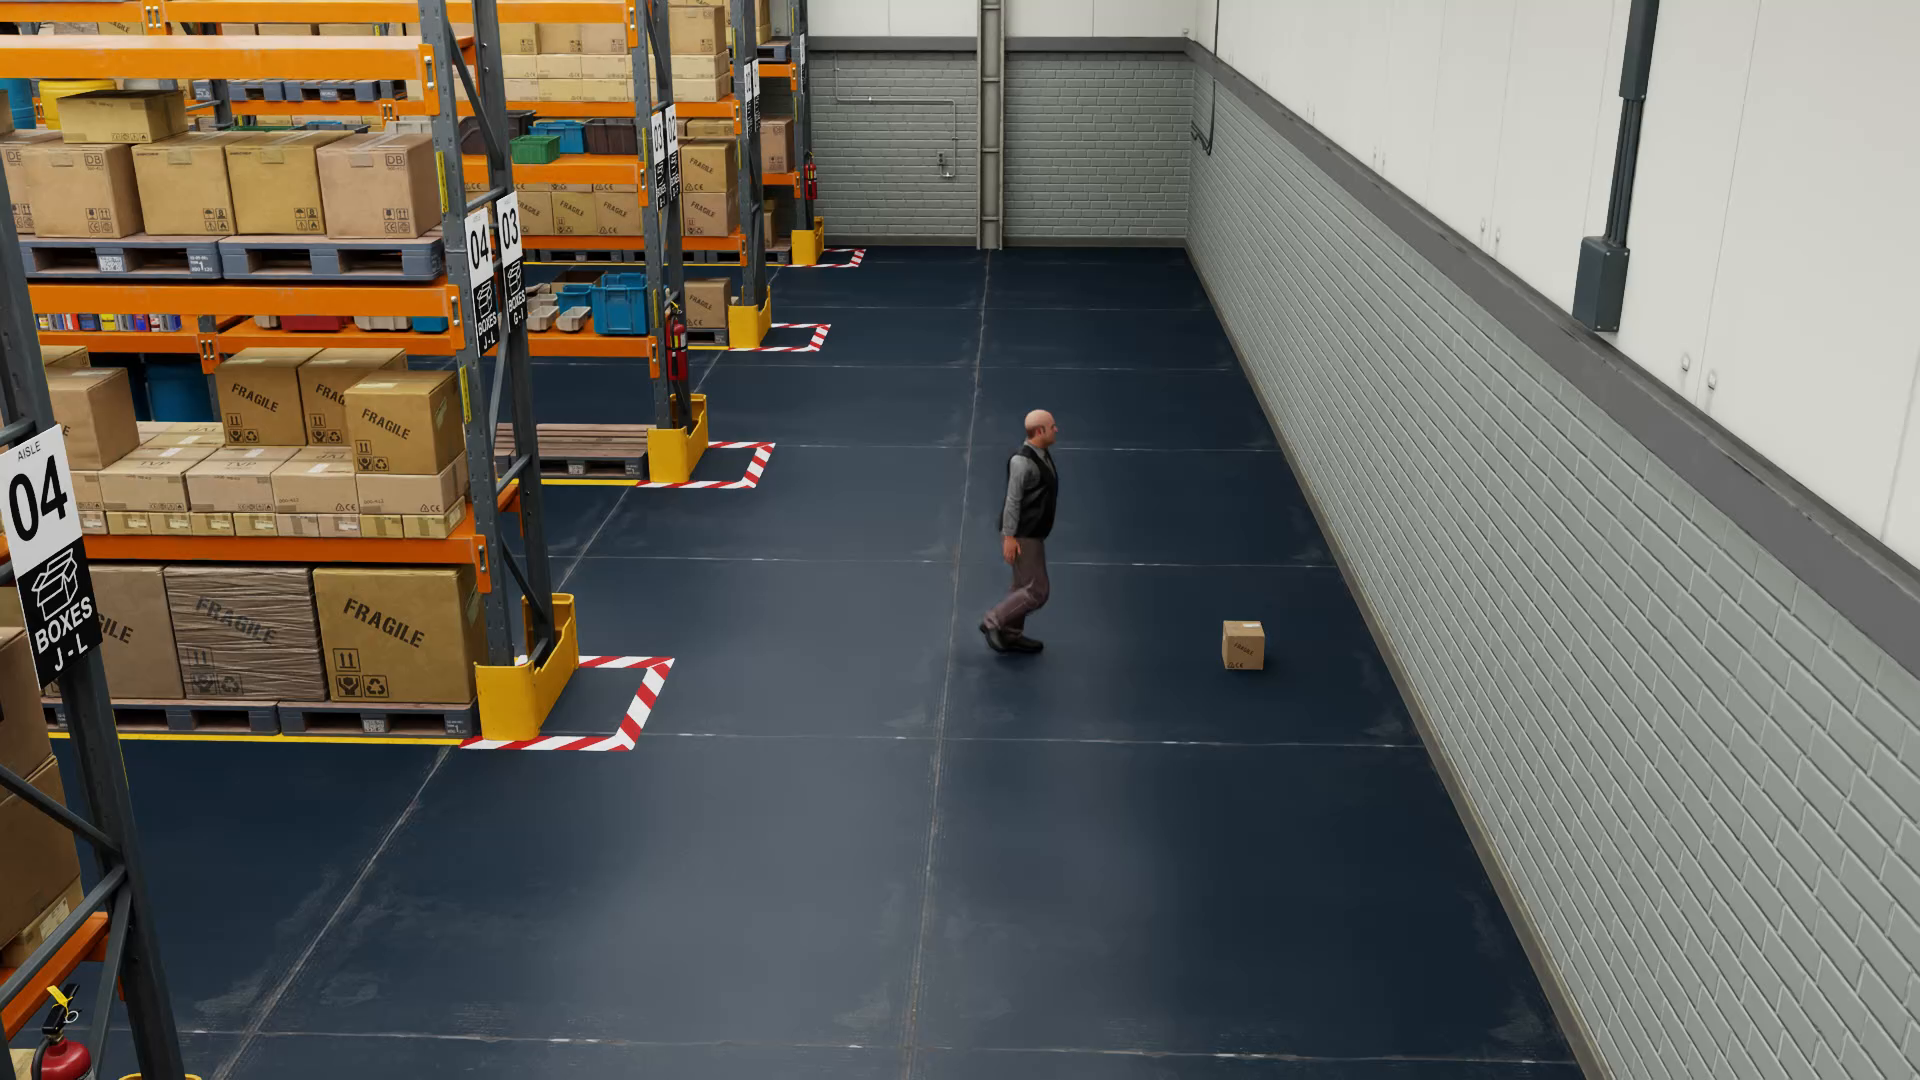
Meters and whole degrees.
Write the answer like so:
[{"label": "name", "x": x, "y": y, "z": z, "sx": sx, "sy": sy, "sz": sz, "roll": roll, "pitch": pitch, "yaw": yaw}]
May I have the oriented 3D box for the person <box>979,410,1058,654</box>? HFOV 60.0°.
[{"label": "person", "x": 0.399, "y": -0.046, "z": 11.214, "sx": 0.490, "sy": 1.714, "sz": 0.583, "roll": 5, "pitch": 21, "yaw": 13}]
